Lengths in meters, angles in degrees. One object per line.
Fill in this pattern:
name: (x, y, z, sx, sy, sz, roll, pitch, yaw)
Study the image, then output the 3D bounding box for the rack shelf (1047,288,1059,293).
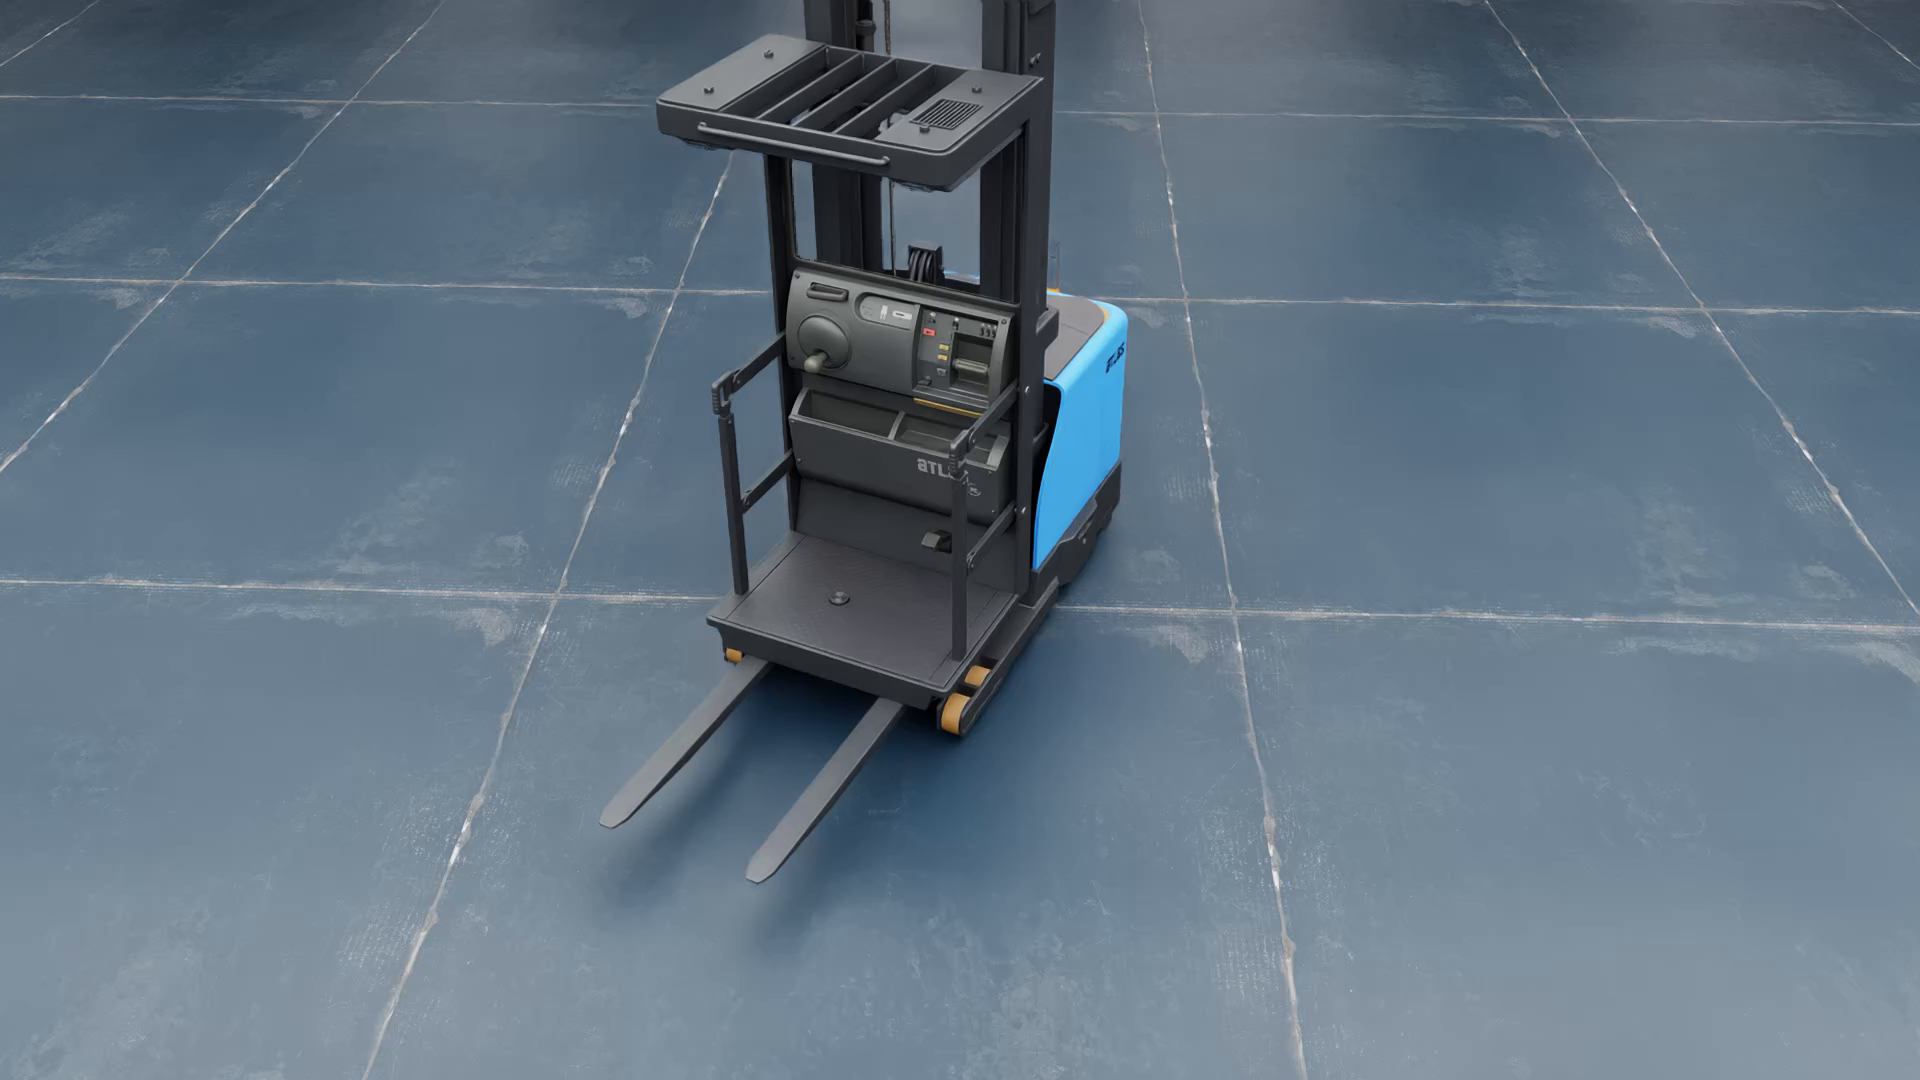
rack shelf: (0.312, -1.109, 7.736, 0.258, 0.103, 0.180, 15, 38, 21)

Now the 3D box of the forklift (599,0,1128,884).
forklift: (-0.335, -0.709, 6.210, 1.130, 2.935, 3.031, 15, 38, 21)

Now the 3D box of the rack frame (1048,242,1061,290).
rack frame: (0.352, -0.898, 7.985, 0.240, 1.200, 0.006, 15, 38, 21)

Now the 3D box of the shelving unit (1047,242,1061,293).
shelving unit: (0.312, -0.851, 7.917, 0.258, 1.200, 0.189, 15, 38, 21)
